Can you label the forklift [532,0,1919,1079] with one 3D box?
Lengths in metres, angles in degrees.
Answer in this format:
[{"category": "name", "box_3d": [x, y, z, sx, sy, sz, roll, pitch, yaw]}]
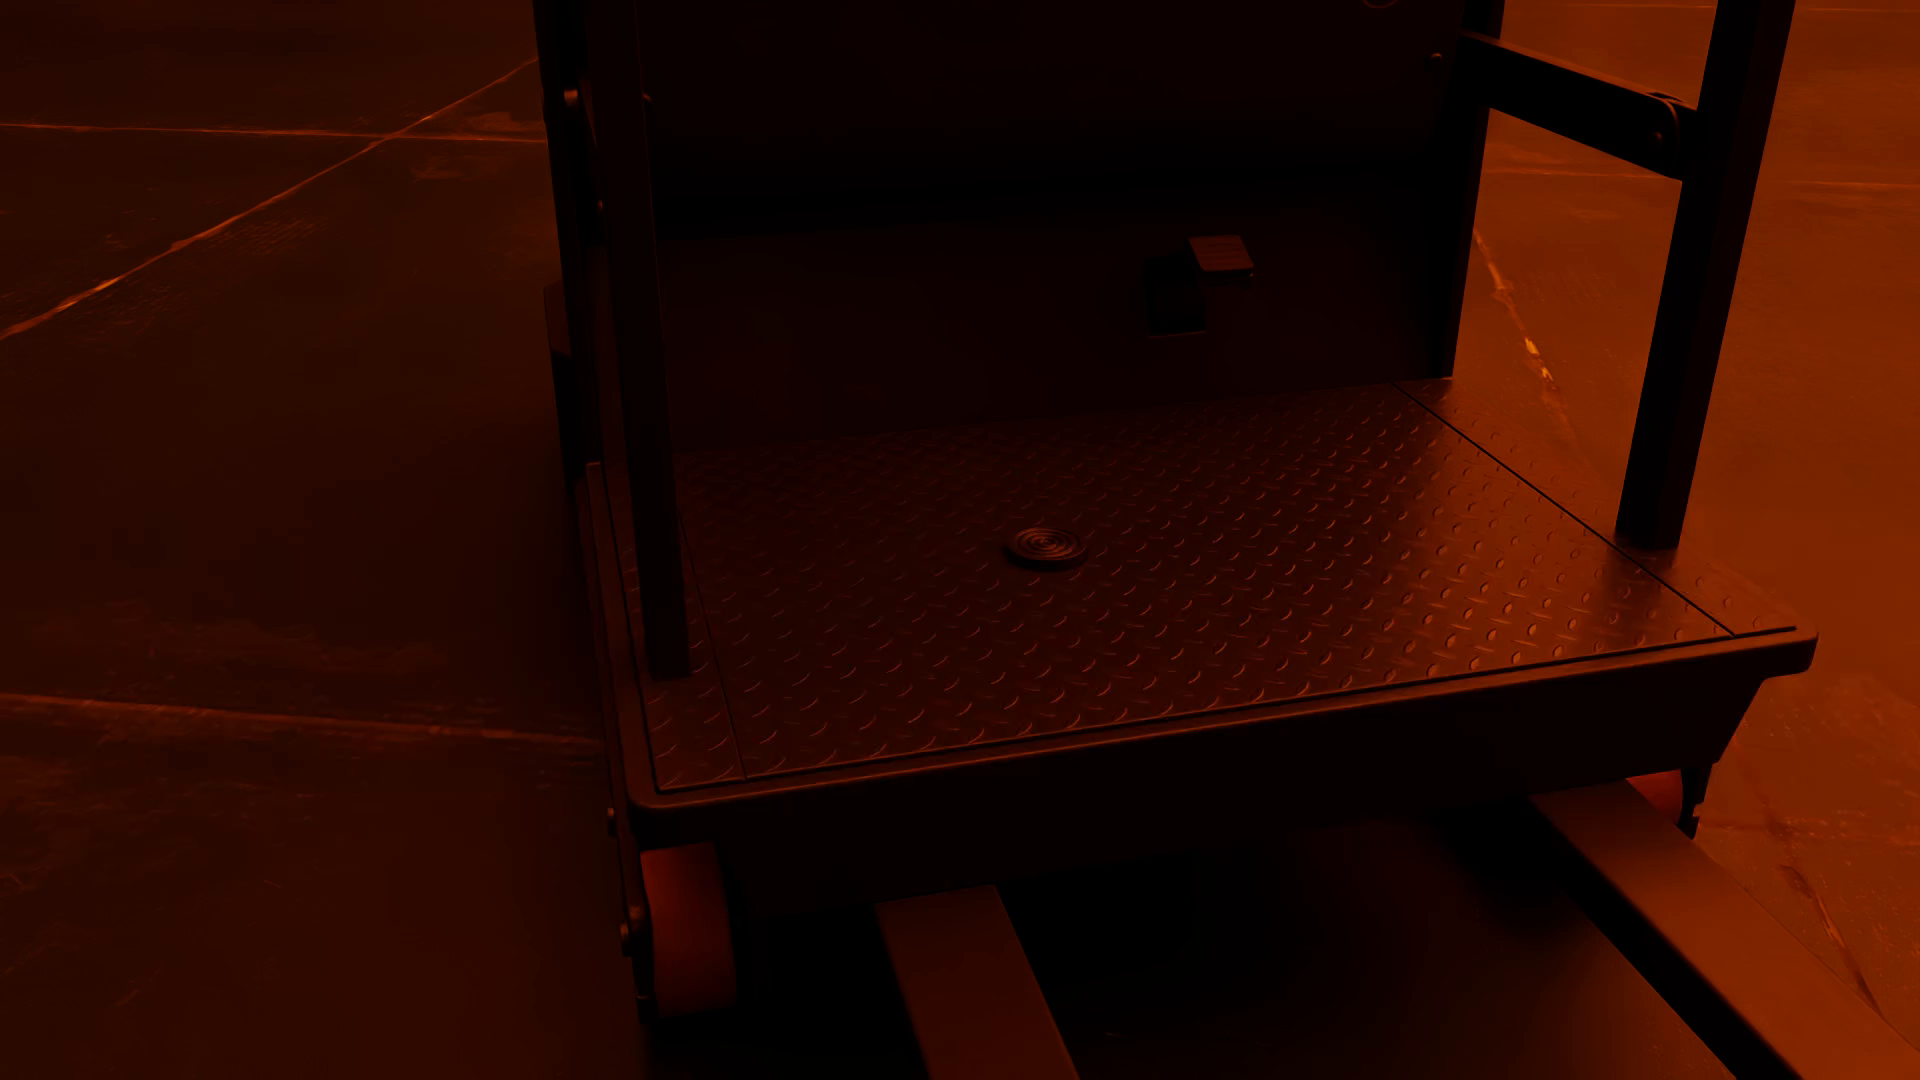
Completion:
[{"category": "forklift", "box_3d": [0.153, -1.049, 1.319, 1.130, 2.935, 3.031, -7, 27, -13]}]
